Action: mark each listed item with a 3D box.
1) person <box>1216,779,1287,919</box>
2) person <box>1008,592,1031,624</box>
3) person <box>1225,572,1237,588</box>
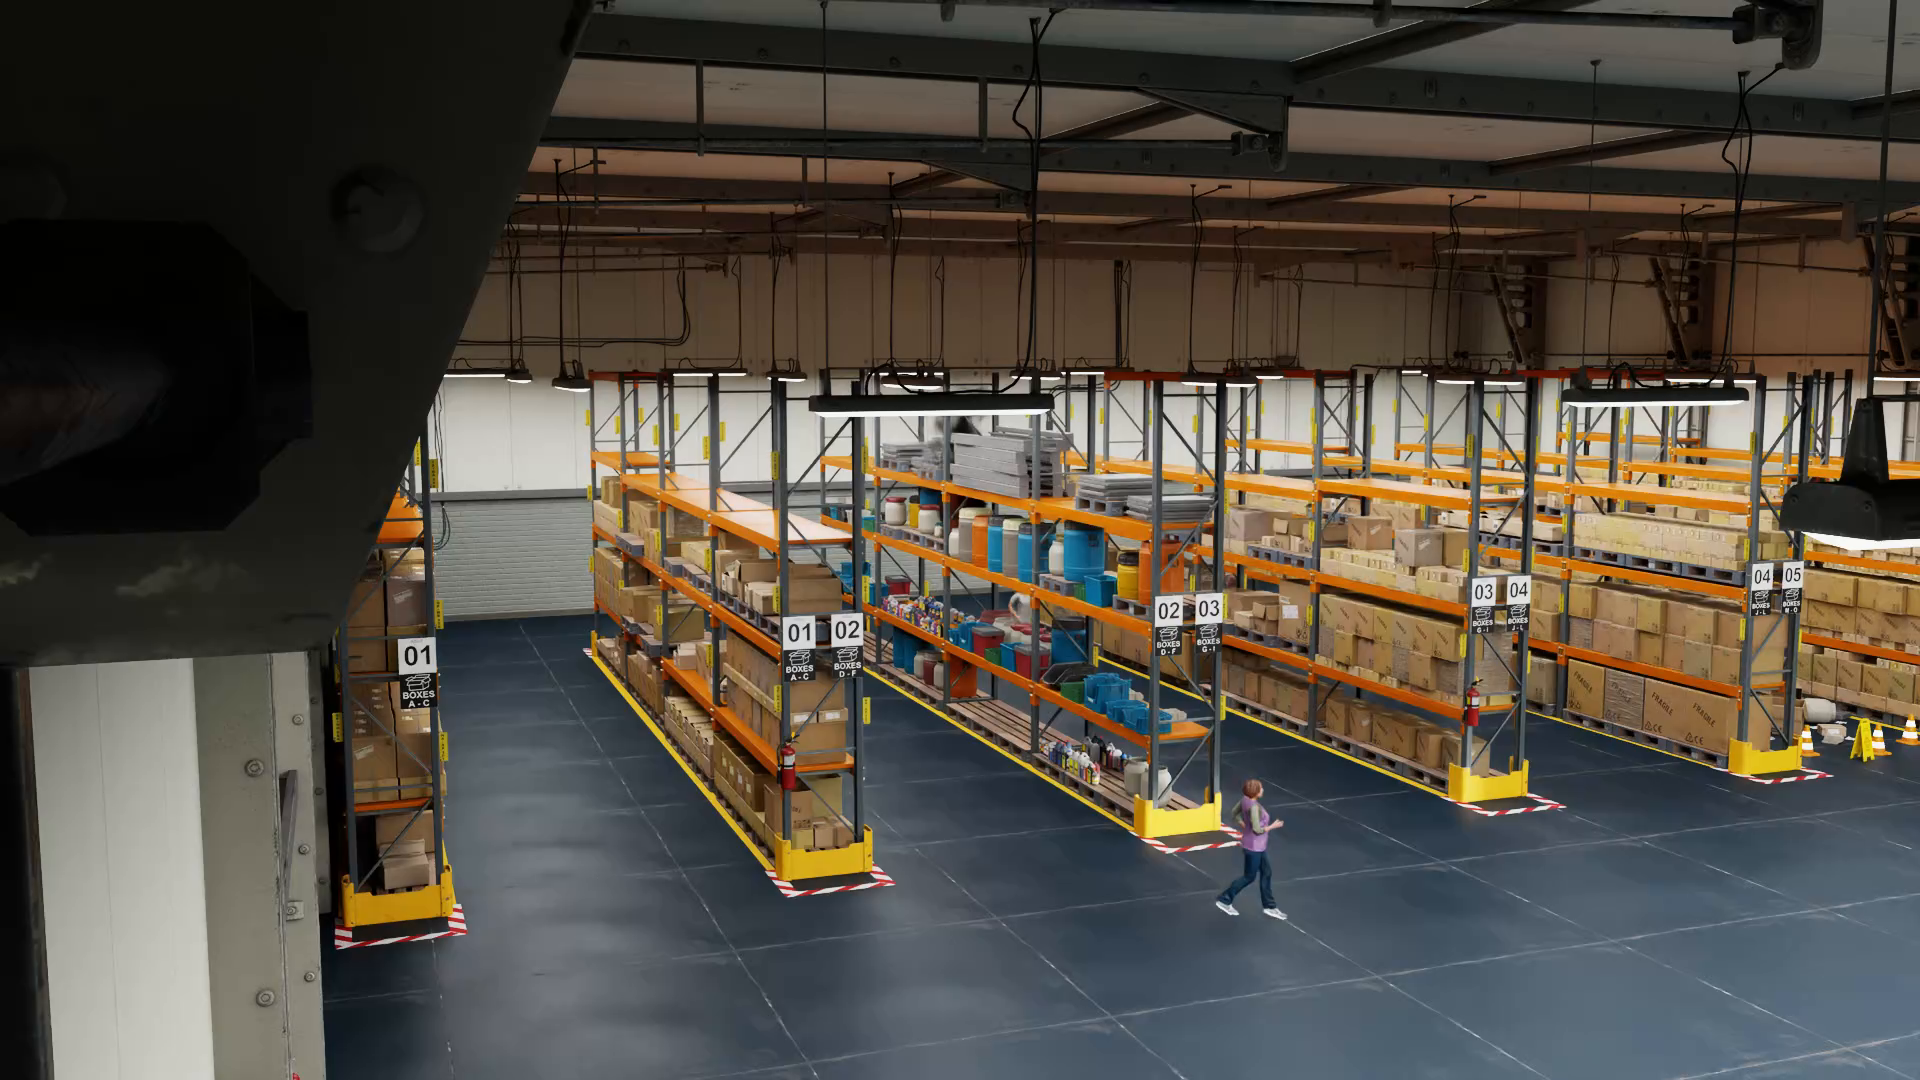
[{"bbox_3d":[3.264,3.448,18.540,0.798,1.612,0.532,1,6,5],"label":"person"},{"bbox_3d":[1.269,1.605,32.575,0.538,1.662,0.576,-4,7,-30],"label":"person"},{"bbox_3d":[6.867,0.879,41.727,0.521,1.583,0.637,3,7,23],"label":"person"}]
